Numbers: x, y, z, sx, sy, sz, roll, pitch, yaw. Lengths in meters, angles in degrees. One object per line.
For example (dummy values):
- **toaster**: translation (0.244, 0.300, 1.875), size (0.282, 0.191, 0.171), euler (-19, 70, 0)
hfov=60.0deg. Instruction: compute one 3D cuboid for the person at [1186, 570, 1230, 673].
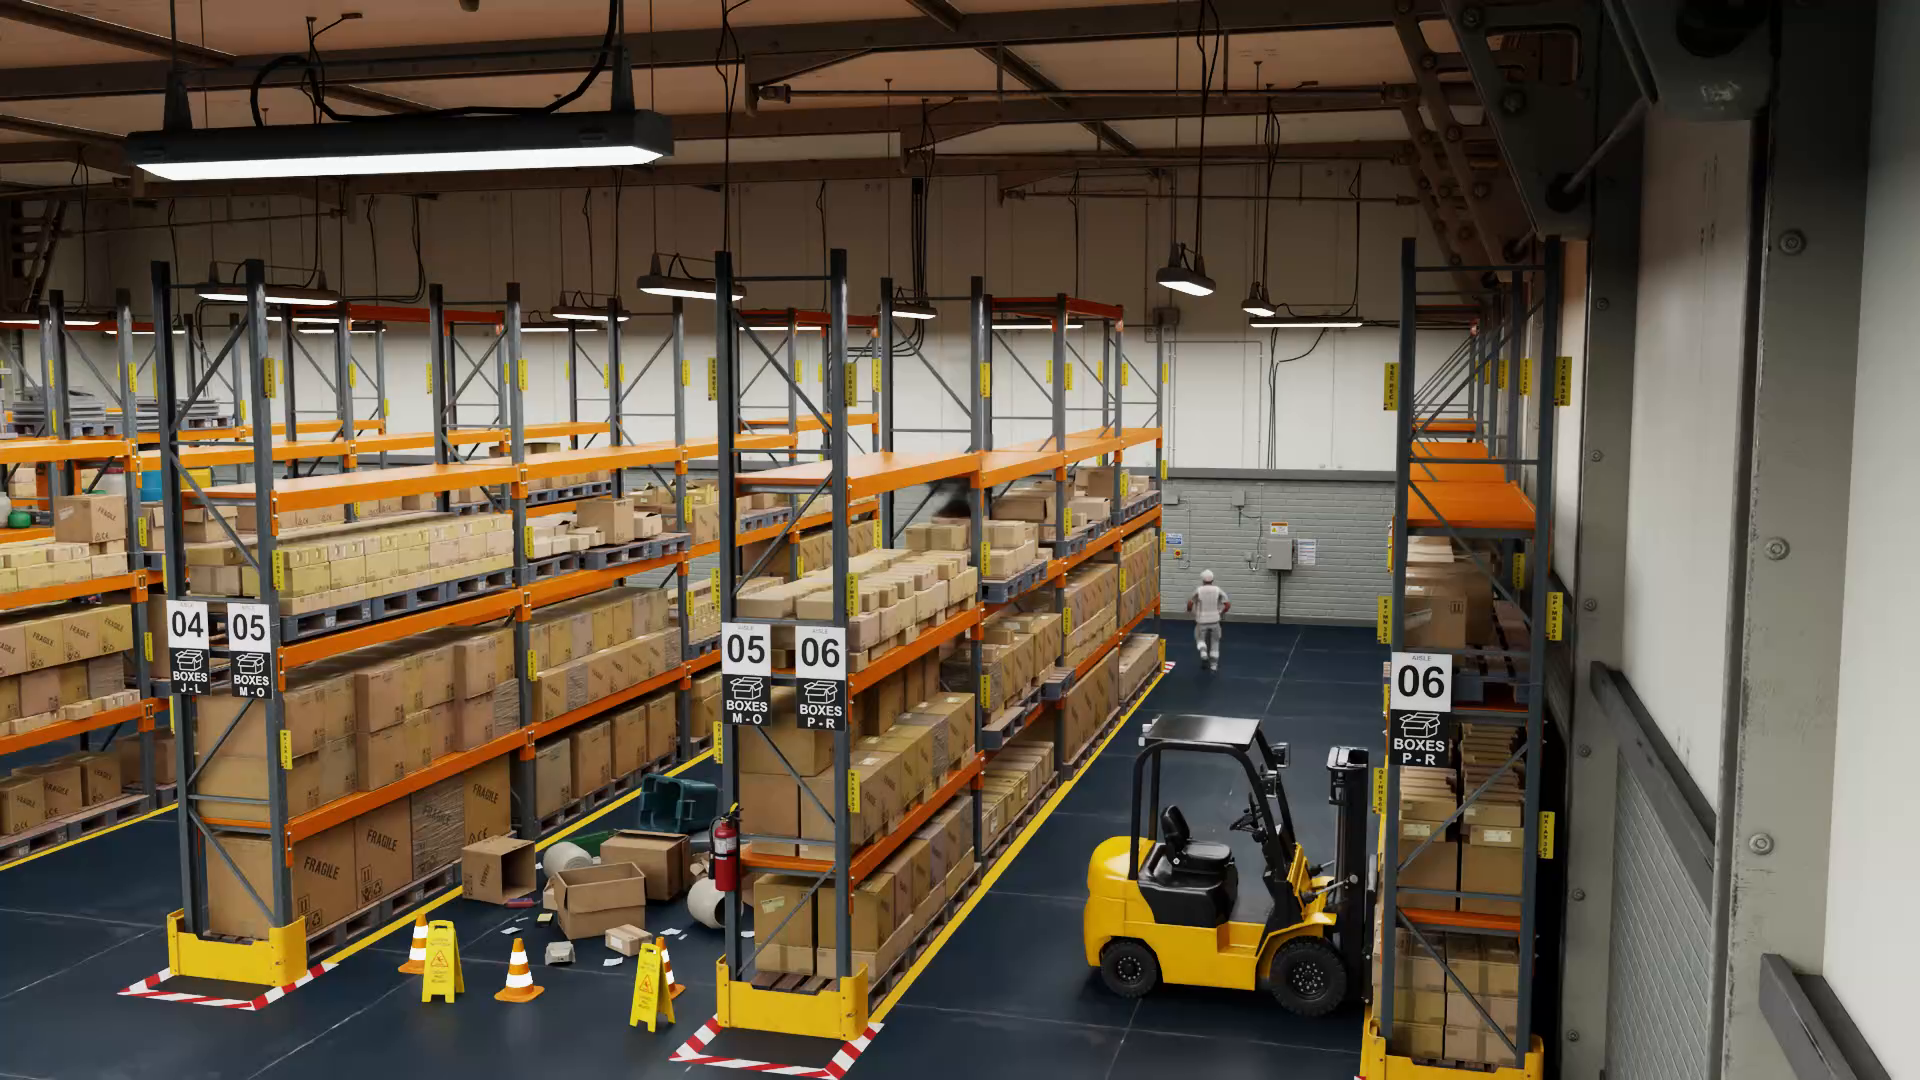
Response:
- **person**: translation (4.151, 1.361, 27.872), size (0.723, 1.754, 0.526), euler (1, 6, 5)
